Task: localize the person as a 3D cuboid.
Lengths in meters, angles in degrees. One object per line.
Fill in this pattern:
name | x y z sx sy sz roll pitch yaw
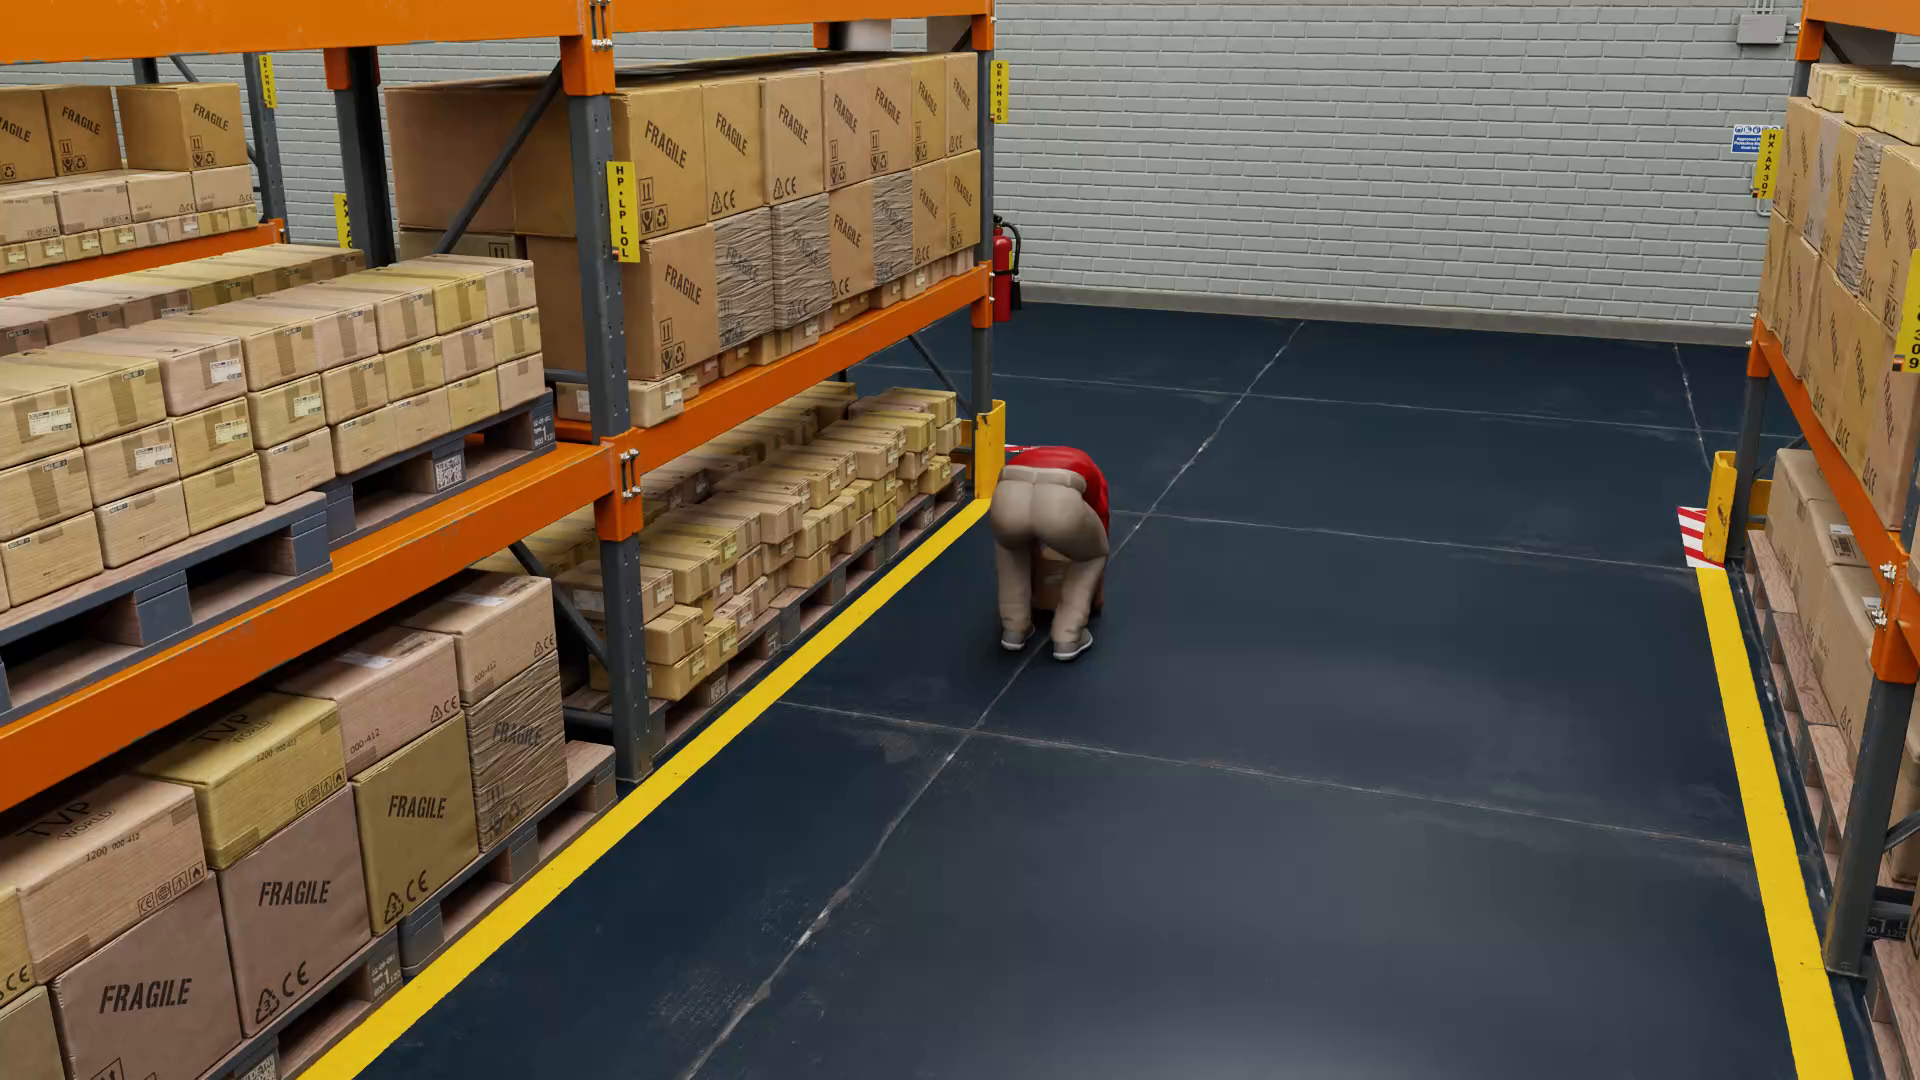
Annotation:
person | 0.416 -0.007 7.401 0.526 0.908 0.956 5 19 15
